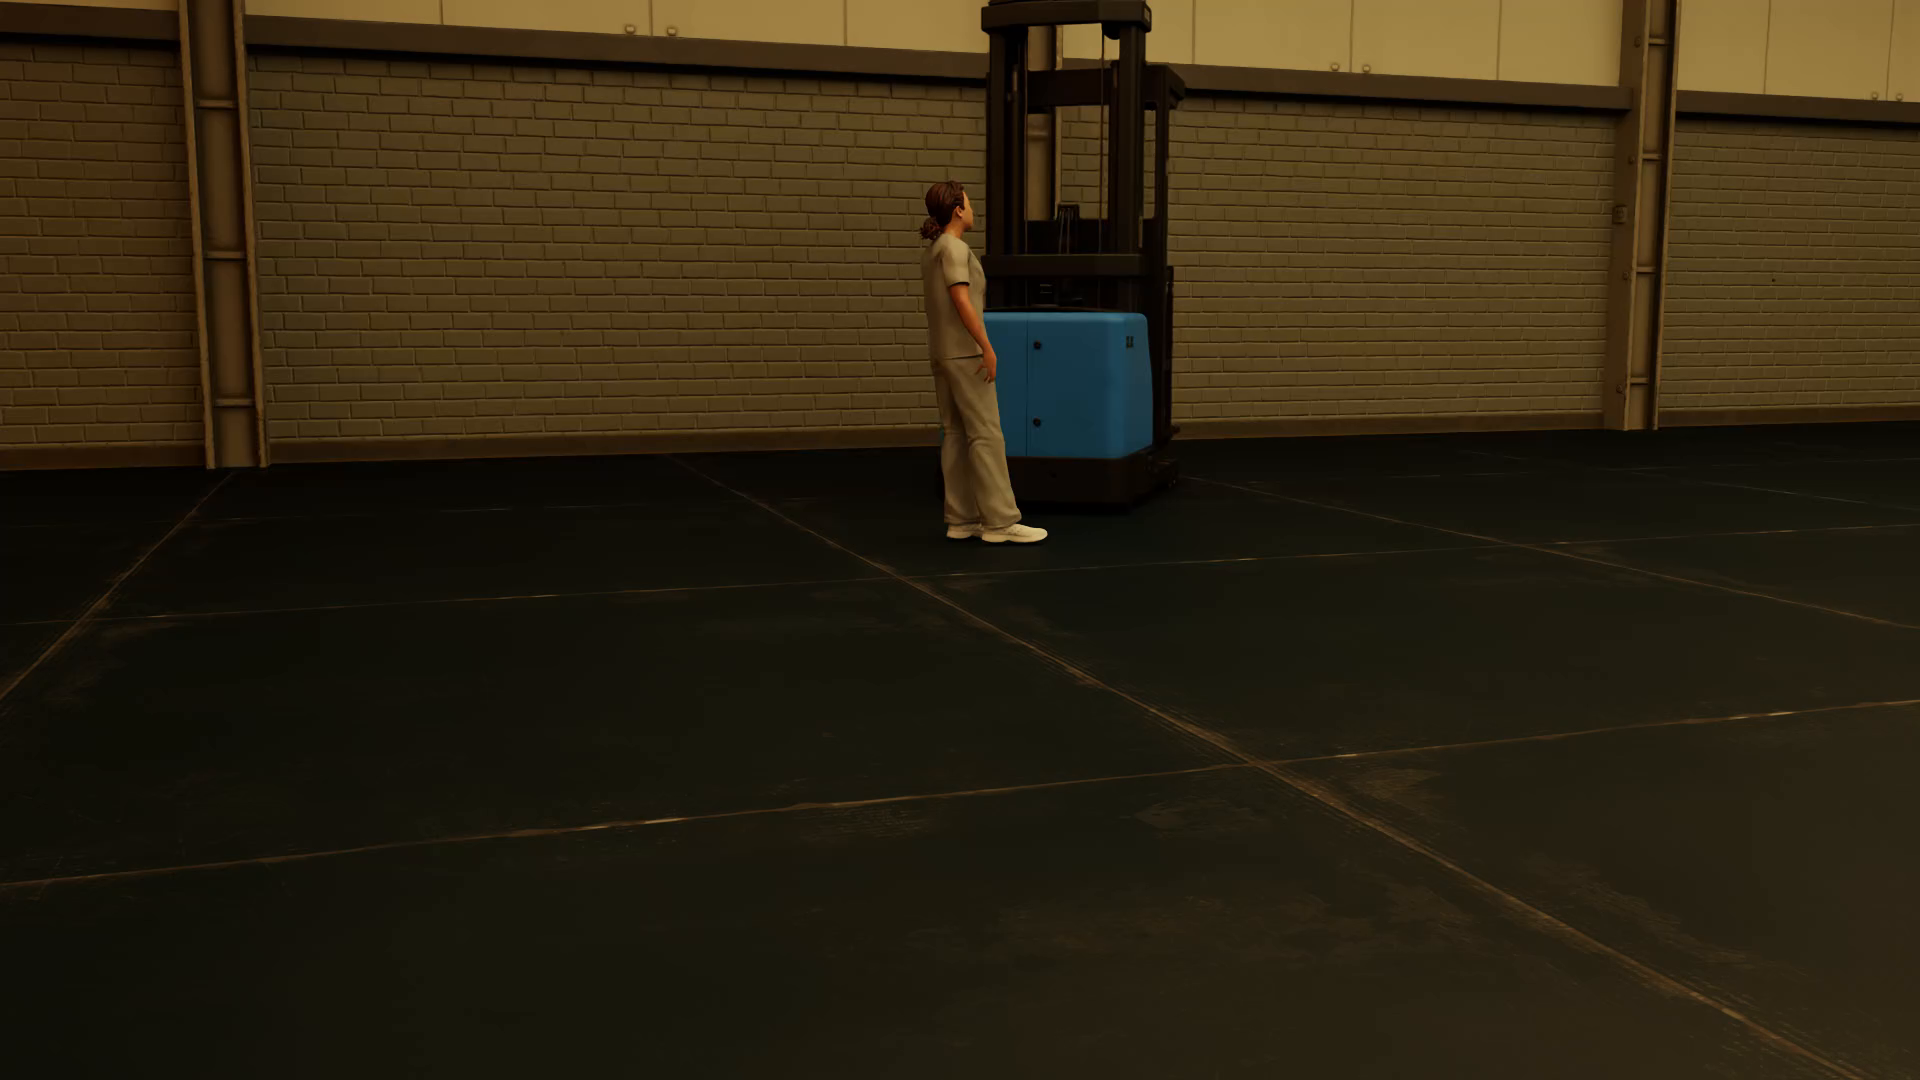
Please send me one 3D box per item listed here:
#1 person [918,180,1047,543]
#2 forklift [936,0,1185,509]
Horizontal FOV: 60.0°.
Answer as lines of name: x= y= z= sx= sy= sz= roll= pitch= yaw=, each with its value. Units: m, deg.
person: x=0.075 y=-0.834 z=7.822 sx=0.548 sy=1.662 sz=0.550 roll=-3 pitch=8 yaw=-18
forklift: x=0.758 y=-1.784 z=10.167 sx=1.130 sy=2.935 sz=3.031 roll=2 pitch=8 yaw=15
